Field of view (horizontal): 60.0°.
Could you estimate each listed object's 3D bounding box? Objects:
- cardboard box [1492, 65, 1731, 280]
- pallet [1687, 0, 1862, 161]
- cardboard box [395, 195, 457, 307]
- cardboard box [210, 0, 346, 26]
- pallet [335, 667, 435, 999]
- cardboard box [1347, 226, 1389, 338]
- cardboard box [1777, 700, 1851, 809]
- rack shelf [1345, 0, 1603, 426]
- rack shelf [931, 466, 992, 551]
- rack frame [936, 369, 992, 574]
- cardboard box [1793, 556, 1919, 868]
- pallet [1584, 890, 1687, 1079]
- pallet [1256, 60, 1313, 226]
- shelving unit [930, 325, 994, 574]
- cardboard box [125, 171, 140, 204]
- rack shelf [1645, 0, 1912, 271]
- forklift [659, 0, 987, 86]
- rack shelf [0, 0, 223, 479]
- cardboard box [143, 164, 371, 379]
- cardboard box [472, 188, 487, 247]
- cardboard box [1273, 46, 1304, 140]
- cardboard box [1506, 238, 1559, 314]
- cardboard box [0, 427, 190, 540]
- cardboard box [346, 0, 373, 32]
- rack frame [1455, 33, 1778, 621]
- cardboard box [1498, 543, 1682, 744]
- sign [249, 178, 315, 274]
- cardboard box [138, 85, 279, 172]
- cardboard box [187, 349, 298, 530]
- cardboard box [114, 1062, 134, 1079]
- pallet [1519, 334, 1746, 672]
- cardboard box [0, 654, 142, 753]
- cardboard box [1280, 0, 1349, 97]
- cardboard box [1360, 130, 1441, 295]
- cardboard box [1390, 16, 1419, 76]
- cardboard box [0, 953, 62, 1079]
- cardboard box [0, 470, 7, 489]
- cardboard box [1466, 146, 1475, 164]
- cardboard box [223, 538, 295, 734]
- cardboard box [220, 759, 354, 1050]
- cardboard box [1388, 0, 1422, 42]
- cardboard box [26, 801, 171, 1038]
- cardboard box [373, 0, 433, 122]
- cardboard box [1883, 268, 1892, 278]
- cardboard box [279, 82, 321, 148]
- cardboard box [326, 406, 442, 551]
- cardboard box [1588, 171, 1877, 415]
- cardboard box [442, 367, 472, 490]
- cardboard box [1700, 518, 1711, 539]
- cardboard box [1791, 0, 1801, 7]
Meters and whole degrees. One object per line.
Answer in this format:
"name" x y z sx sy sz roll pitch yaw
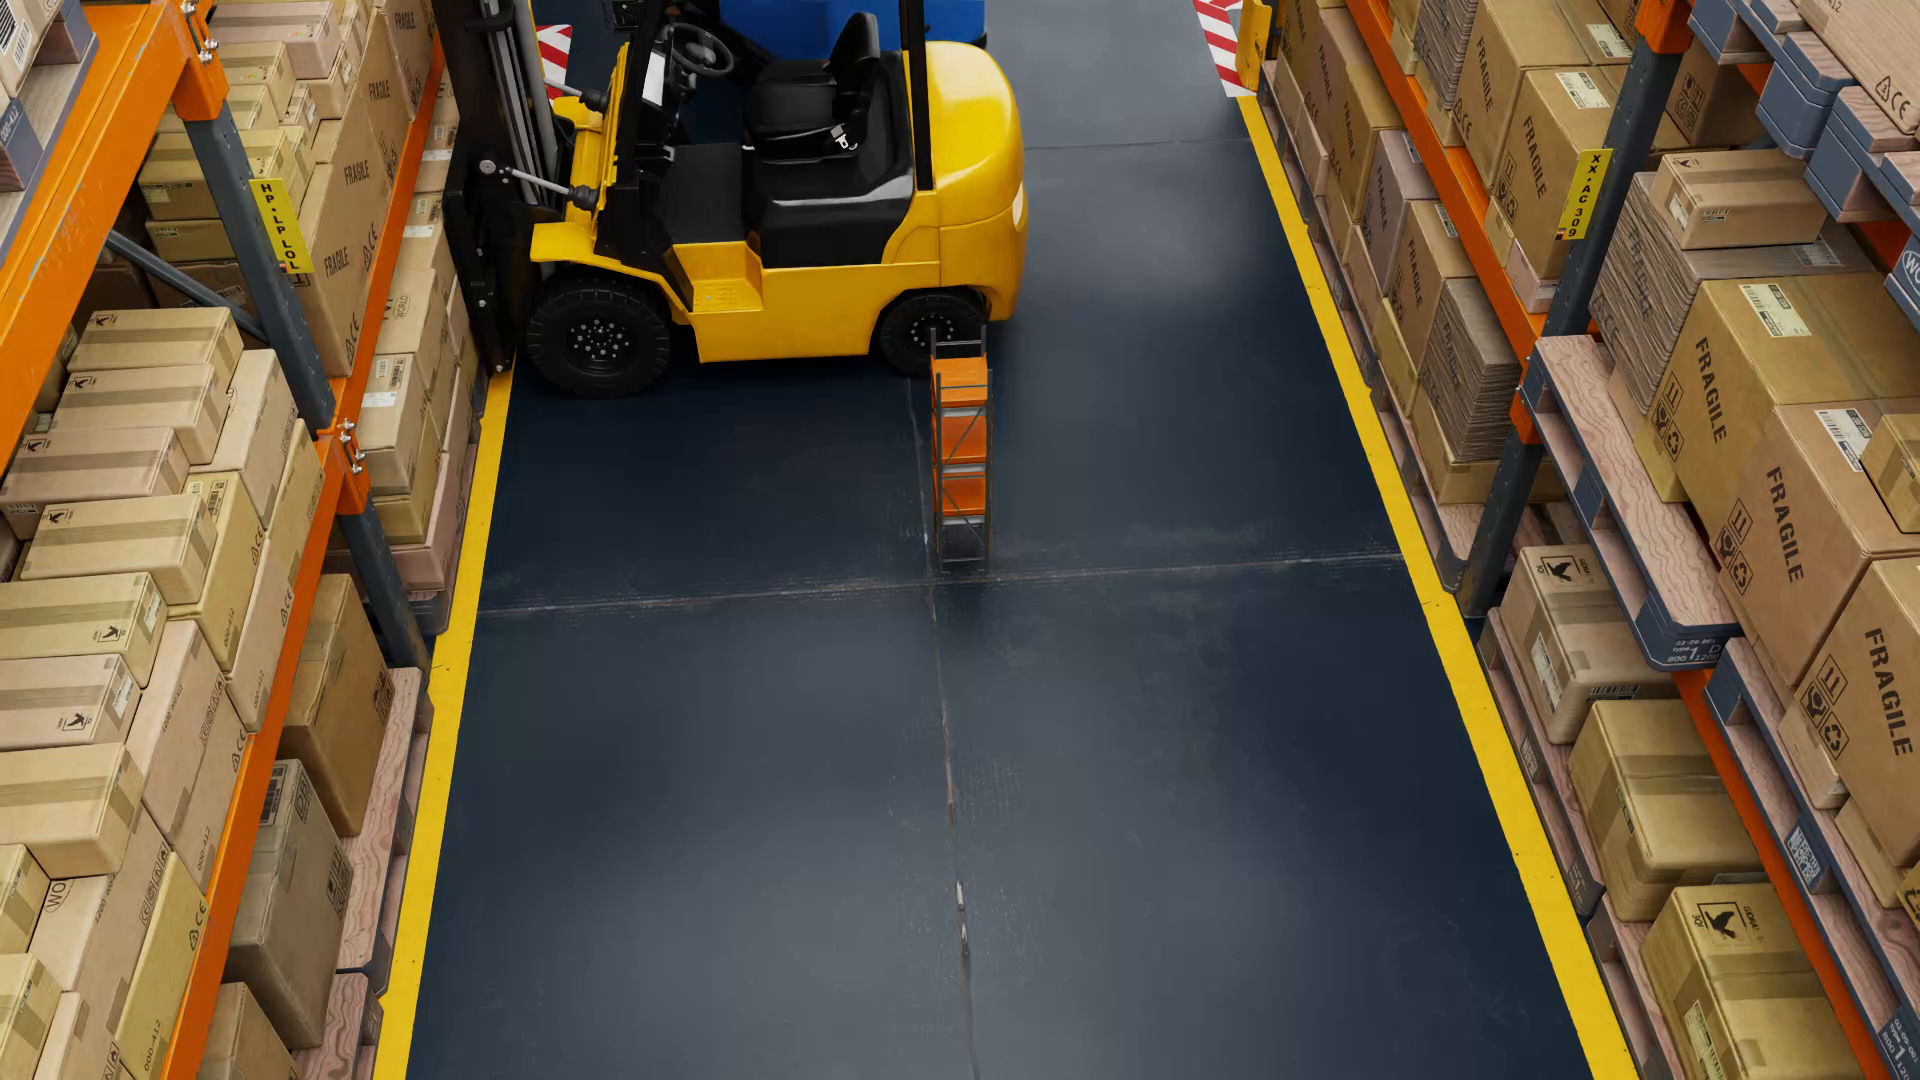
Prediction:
"cardboard box" 2.164 -1.238 5.583 0.500 0.500 0.500 -5 47 -4
"pallet" 2.395 -1.309 3.987 1.213 0.211 1.003 -3 47 -3
"cardboard box" -2.310 -1.132 6.672 0.500 0.250 0.500 -2 47 -2
"cardboard box" -2.338 -1.845 5.711 0.380 0.149 0.250 -4 47 -4
"pallet" -2.396 0.999 5.659 1.003 0.211 1.213 -3 47 -3
"cardboard box" 2.039 -1.158 7.386 0.500 0.250 0.500 -3 47 -3
"cardboard box" 2.262 0.511 4.084 0.380 0.149 0.250 -2 47 -2
"rack shelf" 2.282 -1.995 7.069 1.077 0.370 4.000 -3 47 -3
"rack shelf" 0.004 -0.124 6.542 0.215 0.259 0.240 -3 47 -3
"rack frame" 0.015 -0.234 6.249 0.200 1.050 0.008 -3 47 -3
"cardboard box" 2.327 0.372 3.768 0.500 0.500 0.500 -5 47 -5
"pallet" 2.621 1.612 5.078 1.003 0.211 1.213 -3 47 -3
"pallet" 2.153 -2.085 8.580 1.003 0.211 1.213 -3 47 -3
"shelving unit" 0.005 -0.322 6.332 0.215 1.050 0.252 -3 47 -3
"cardboard box" -2.835 -1.144 5.252 0.380 0.149 0.250 -5 47 -4
"rack shelf" 2.617 -0.132 3.239 1.077 0.370 4.000 -3 47 -3
"forklift" -1.207 -4.091 8.606 1.130 2.935 3.031 -33 55 -27
"rack shelf" -2.329 0.172 2.950 1.077 0.370 4.000 -3 47 -3
"cardboard box" -2.274 -0.862 5.432 0.500 0.500 0.500 -5 47 -4
"cardboard box" -2.346 -1.324 7.199 0.500 0.250 0.500 -4 47 -3
"cardboard box" 1.906 -2.288 8.455 0.500 0.250 0.500 -4 47 -4
"cardboard box" 2.119 -0.923 5.731 0.380 0.149 0.250 -4 47 -4
"cardboard box" -2.239 -0.149 4.309 0.380 0.149 0.250 -4 47 -3
"cardboard box" -2.340 -1.923 5.989 0.380 0.149 0.250 -5 47 -5
"rack frame" 2.449 -0.795 5.437 1.000 3.000 0.127 -3 47 -3
"cardboard box" 2.496 0.343 5.879 0.950 0.372 0.625 -3 47 -3
"sign" -1.957 -0.902 4.795 0.100 0.325 0.005 -3 47 -3
"cardboard box" -2.357 -1.282 5.177 0.380 0.149 0.250 -3 47 -3
"cardboard box" -2.201 -0.271 4.700 0.500 0.250 0.500 -4 47 -4
"cardboard box" -2.043 1.383 3.478 0.500 0.250 0.500 -5 47 -5
"pallet" 2.368 -0.167 4.975 1.003 0.211 1.213 -3 47 -3
"cardboard box" -2.110 0.408 3.782 0.380 0.149 0.250 -3 47 -3
"cardboard box" 1.909 -2.528 8.167 0.500 0.500 0.500 -5 47 -5
"cardboard box" 2.044 -1.401 7.099 0.500 0.500 0.500 -1 47 -1
"cardboard box" 1.981 -2.028 6.778 0.380 0.149 0.250 -3 47 -3
"cardboard box" -2.014 0.964 3.255 0.380 0.149 0.250 -3 47 -2
"cardboard box" -2.691 -0.103 4.266 0.380 0.149 0.250 -4 47 -3
"cardboard box" 2.140 -1.477 6.256 0.380 0.149 0.250 -4 47 -4
"cardboard box" -2.146 0.273 4.529 0.500 0.250 0.500 -4 47 -4
"cardboard box" -2.385 1.120 4.969 0.875 0.625 0.625 -4 47 -4
"cardboard box" 2.019 -2.356 6.641 0.500 0.500 0.500 -4 47 -4
"cardboard box" -2.090 0.837 3.650 0.500 0.250 0.500 -3 47 -3
"cardboard box" -2.398 -1.969 6.480 0.500 0.500 0.500 -3 47 -3
"cardboard box" 2.759 -0.397 4.497 0.500 0.500 0.500 -3 47 -3
"cardboard box" -2.334 -1.369 5.465 0.380 0.149 0.250 -4 47 -3
"cardboard box" -2.230 -0.230 6.162 0.500 0.250 0.500 -4 47 -3
"cardboard box" 2.203 -0.720 4.803 0.500 0.500 0.500 -2 47 -2
"cardboard box" -2.265 -0.426 6.692 0.500 0.250 0.500 -4 47 -4
"cardboard box" 2.293 -0.052 4.617 0.380 0.149 0.250 -1 47 -1
"cardboard box" 2.099 -1.472 3.826 0.500 0.250 0.500 -5 47 -4
